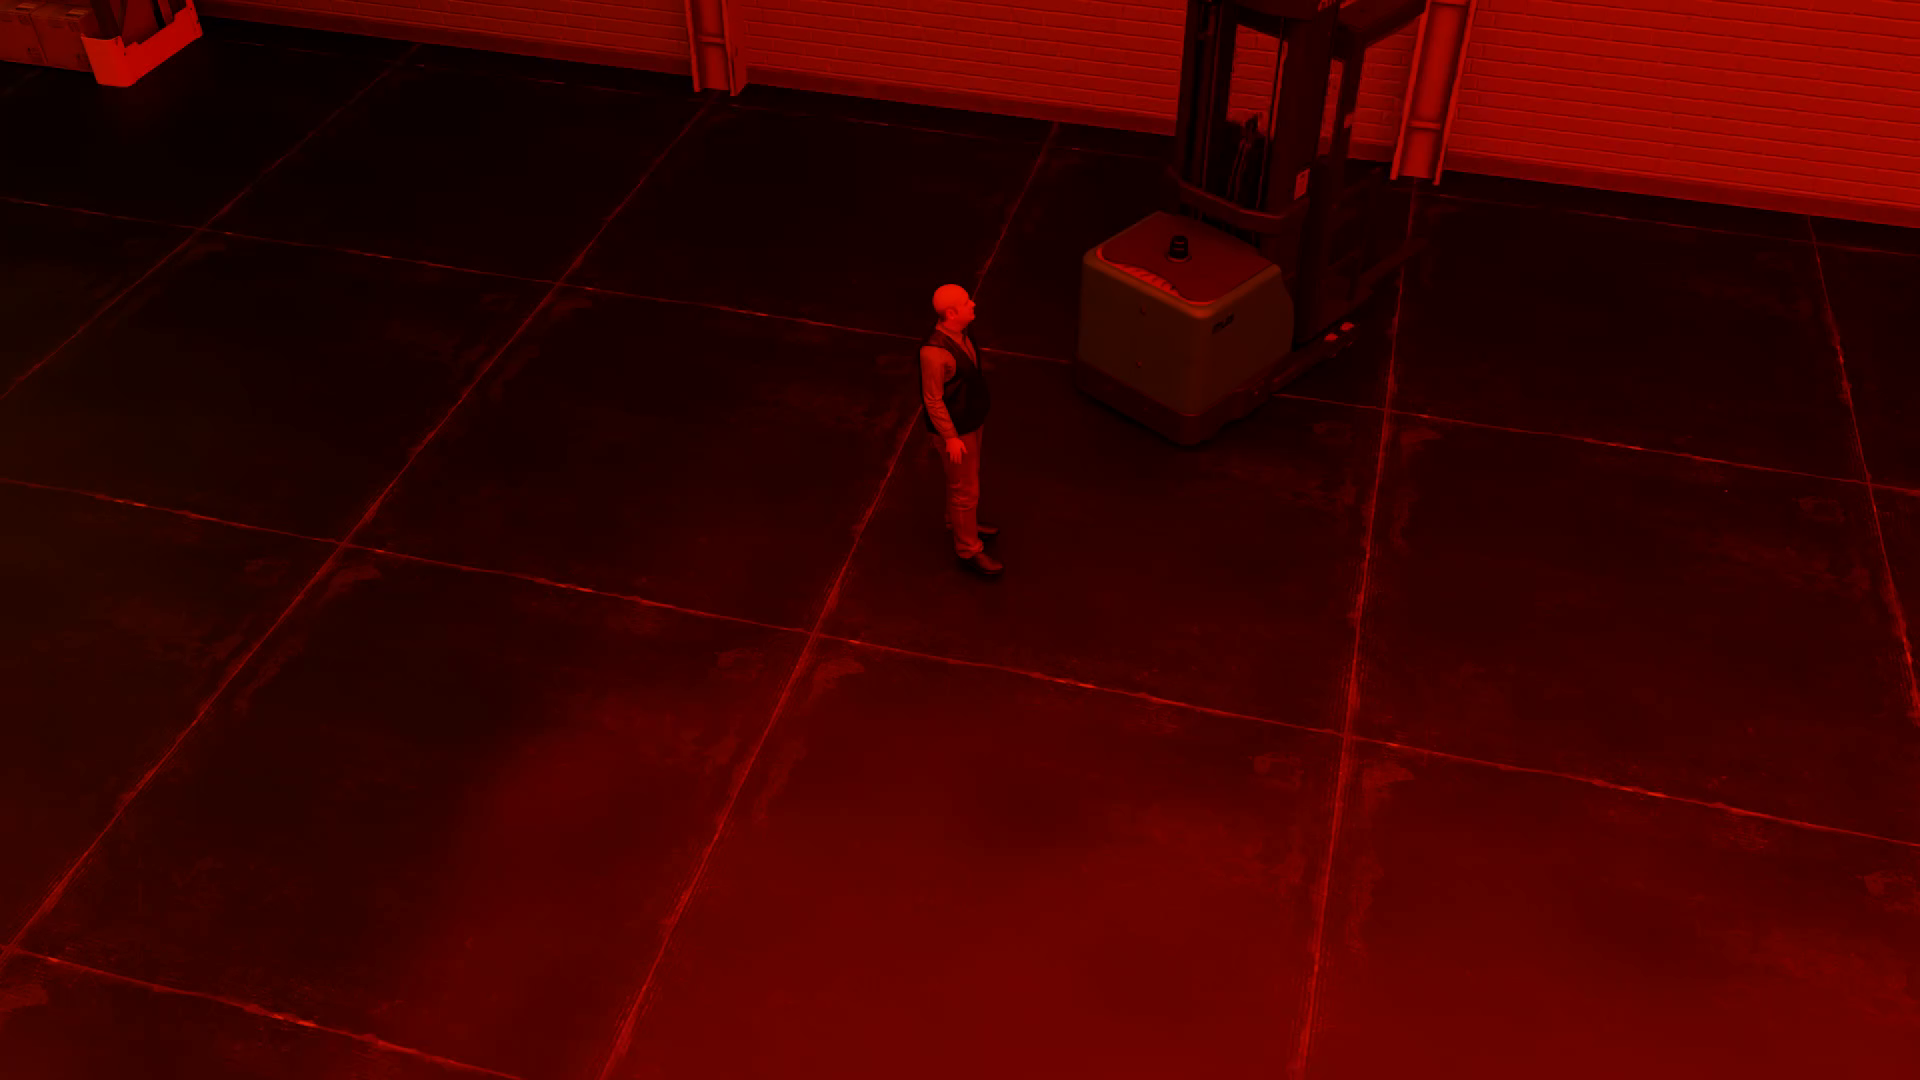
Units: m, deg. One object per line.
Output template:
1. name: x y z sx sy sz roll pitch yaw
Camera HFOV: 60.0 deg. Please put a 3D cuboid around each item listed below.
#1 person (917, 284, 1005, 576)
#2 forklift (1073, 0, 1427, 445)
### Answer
1. person: 0.057 -0.667 9.469 0.568 1.720 0.631 10 42 11
2. forklift: 2.150 -2.579 10.804 1.130 2.935 3.031 33 51 32
